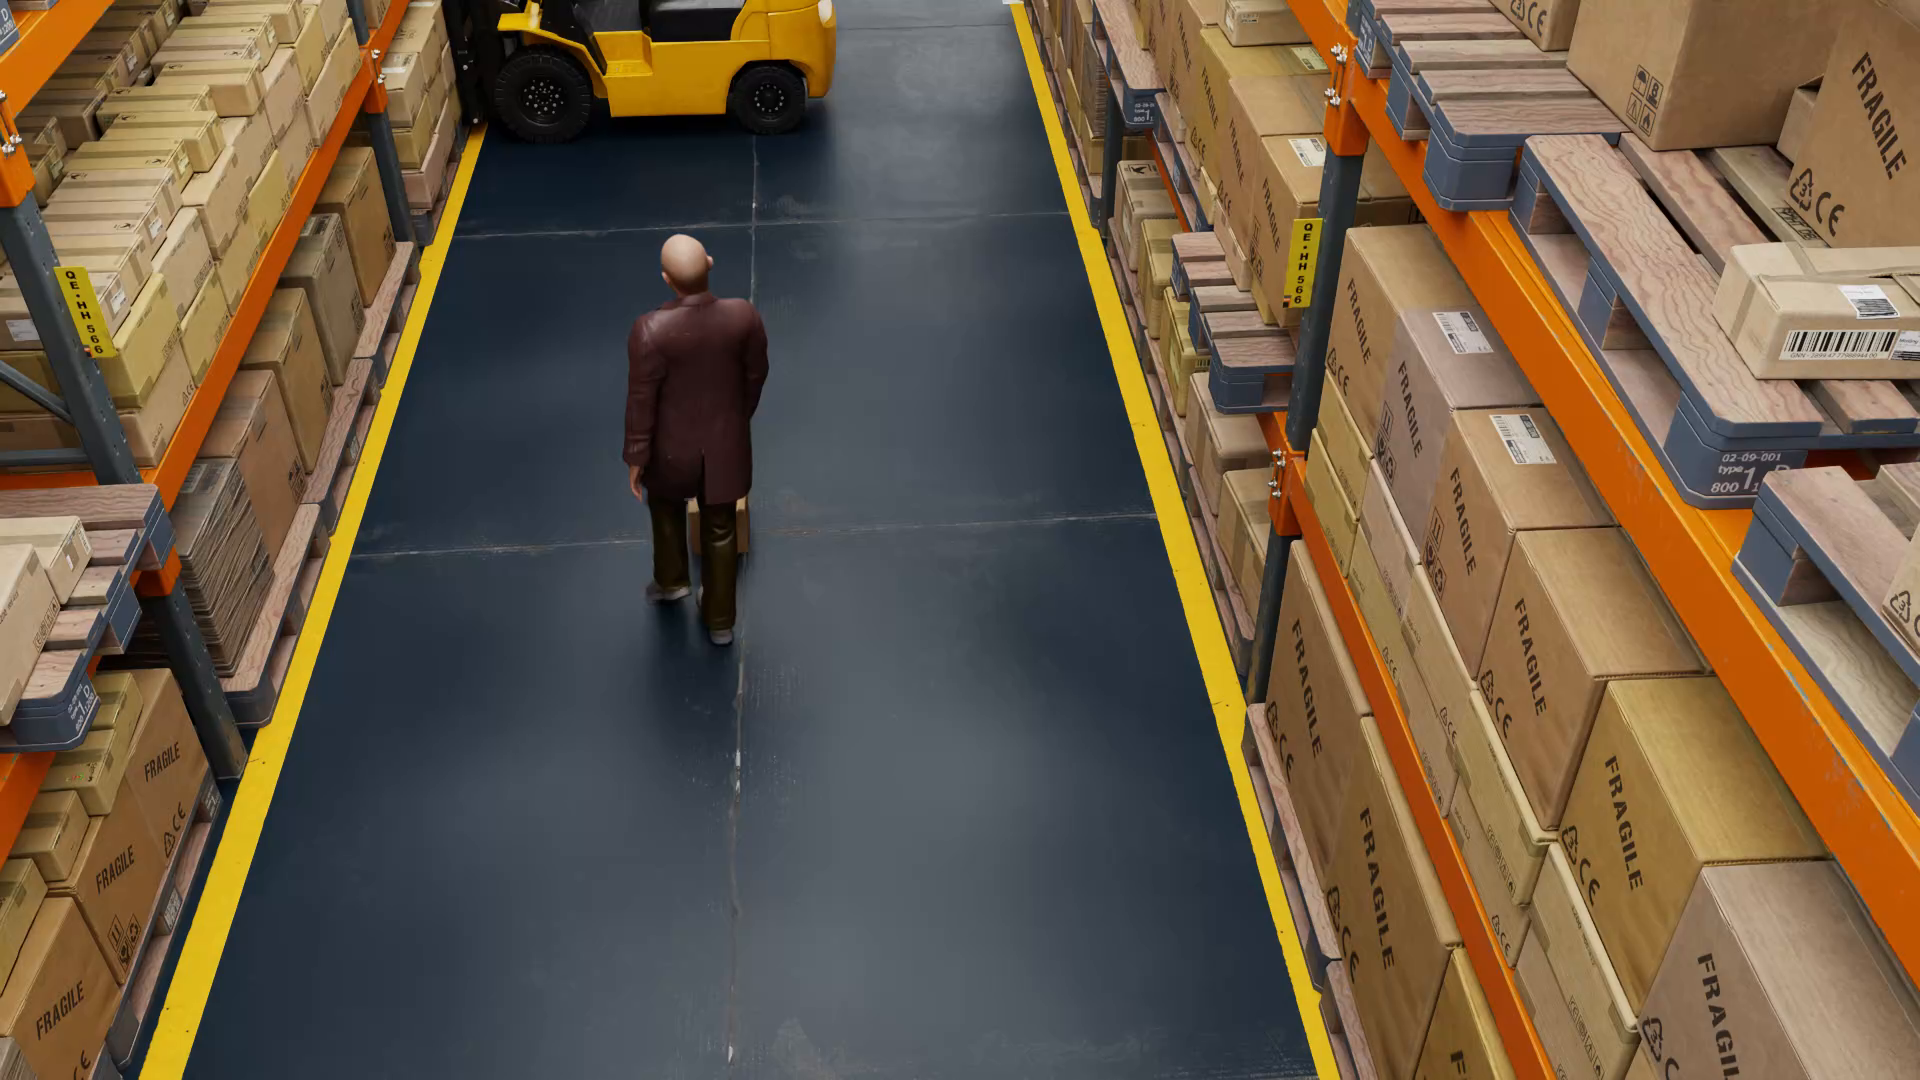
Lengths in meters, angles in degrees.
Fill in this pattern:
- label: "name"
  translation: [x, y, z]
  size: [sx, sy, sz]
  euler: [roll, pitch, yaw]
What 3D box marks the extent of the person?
- label: "person"
  translation: [-1.053, -0.382, 6.686]
  size: [0.632, 1.861, 0.594]
  euler: [-12, 40, -15]
